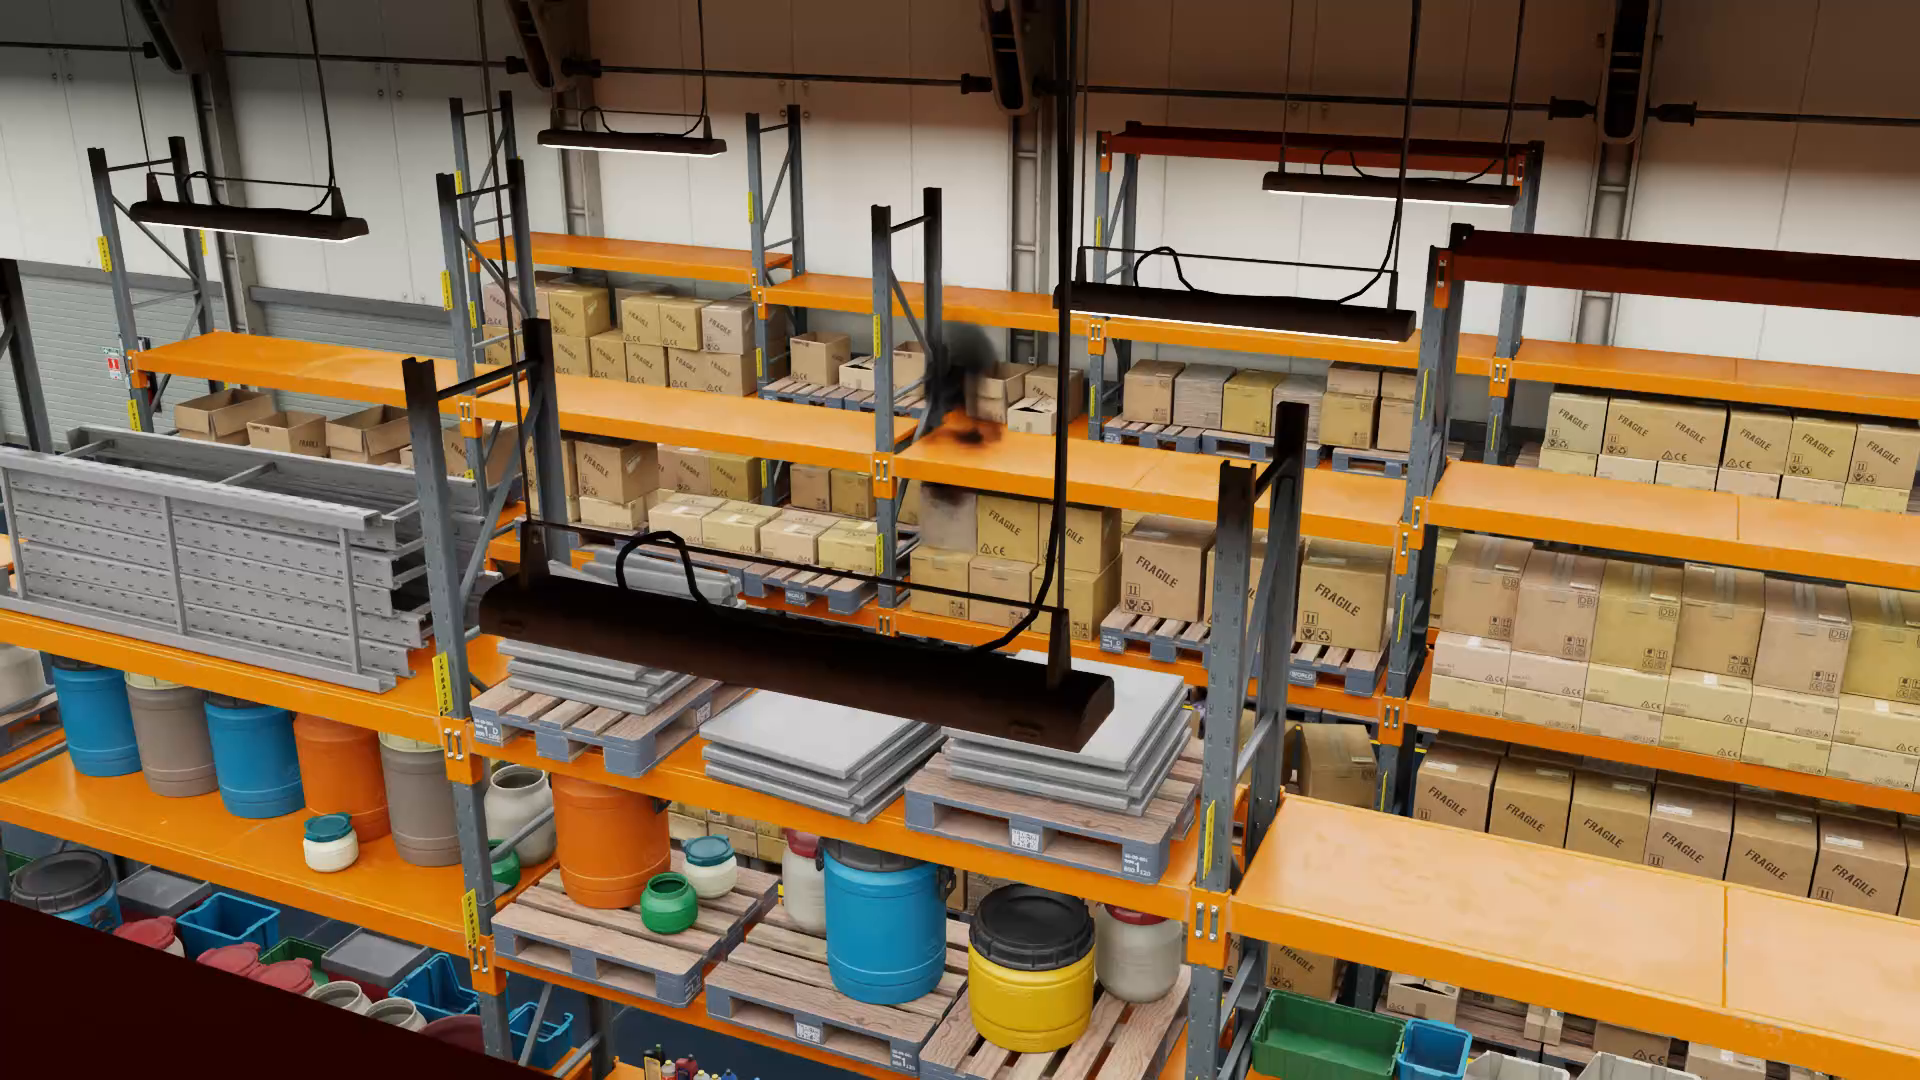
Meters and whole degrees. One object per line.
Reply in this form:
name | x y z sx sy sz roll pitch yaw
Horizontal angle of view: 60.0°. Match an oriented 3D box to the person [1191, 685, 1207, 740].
person | 2.208 2.024 15.024 0.760 1.697 0.556 12 24 29
